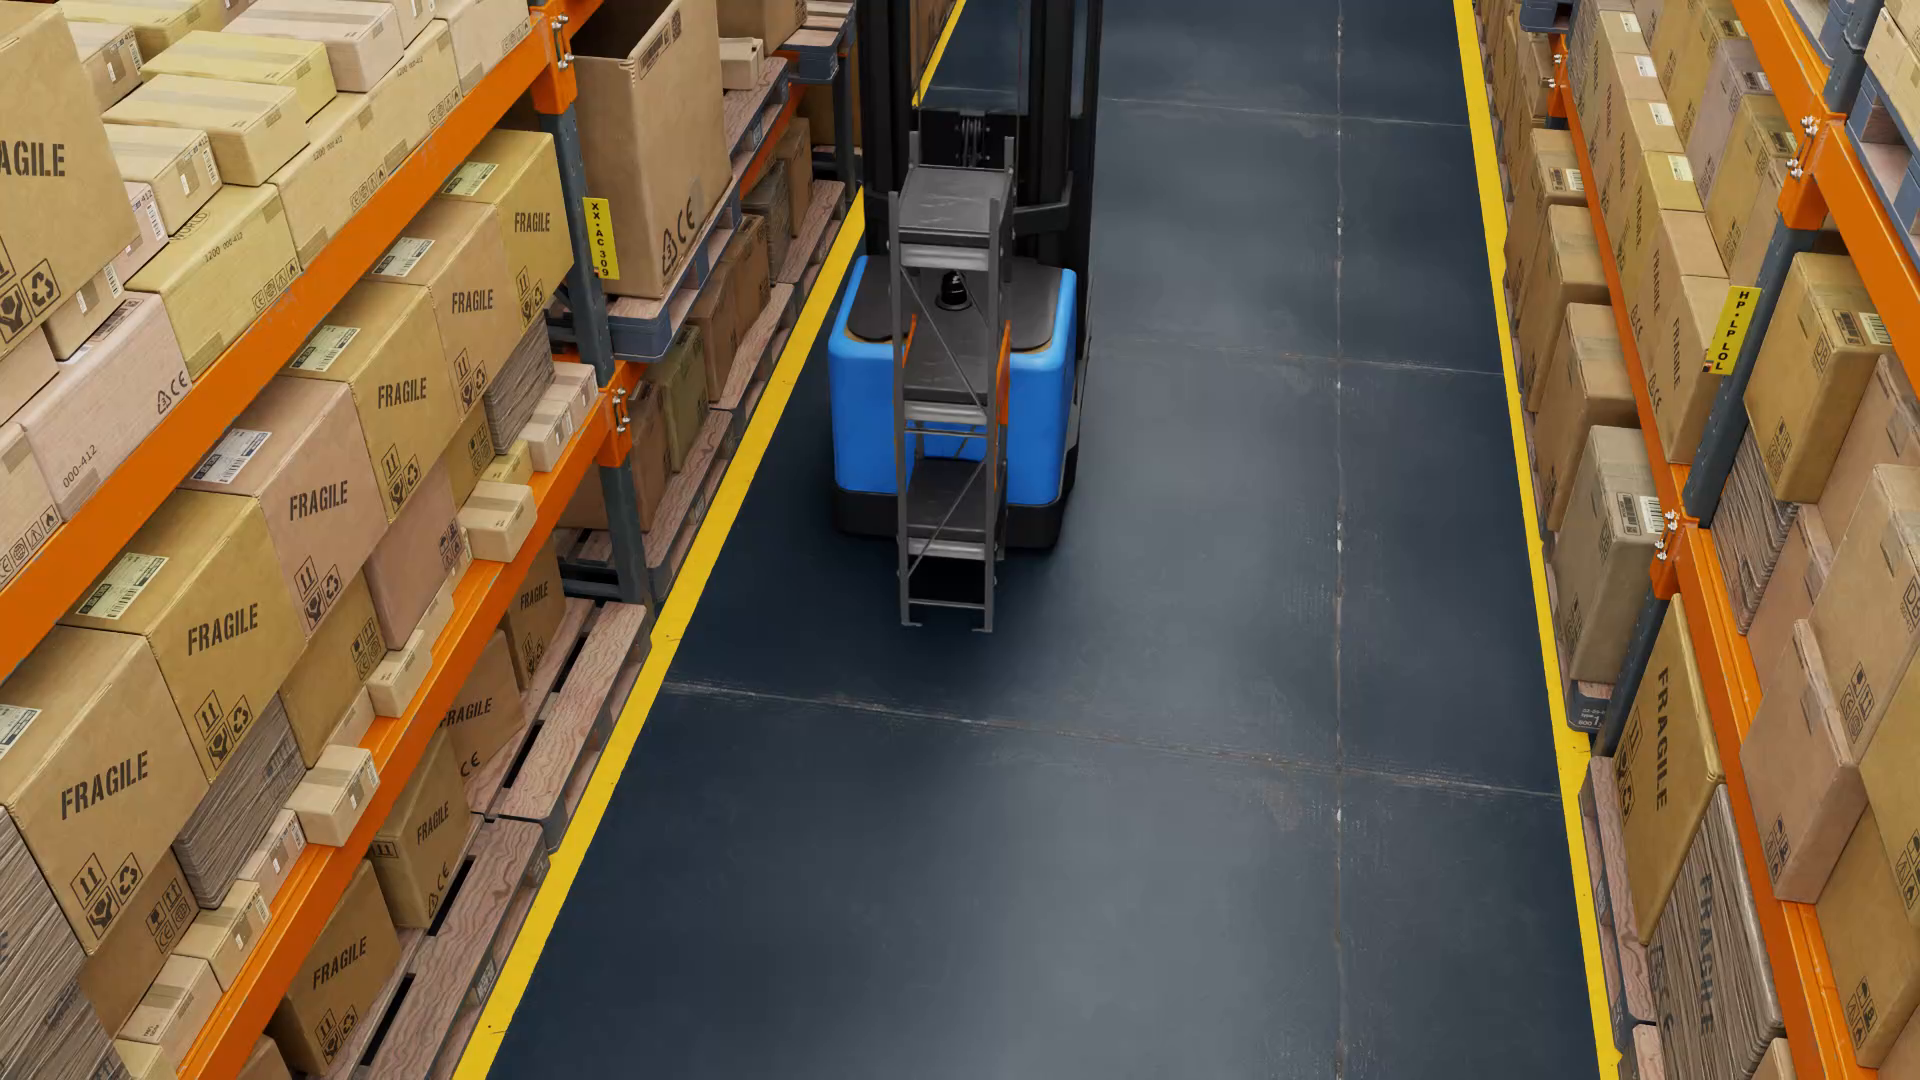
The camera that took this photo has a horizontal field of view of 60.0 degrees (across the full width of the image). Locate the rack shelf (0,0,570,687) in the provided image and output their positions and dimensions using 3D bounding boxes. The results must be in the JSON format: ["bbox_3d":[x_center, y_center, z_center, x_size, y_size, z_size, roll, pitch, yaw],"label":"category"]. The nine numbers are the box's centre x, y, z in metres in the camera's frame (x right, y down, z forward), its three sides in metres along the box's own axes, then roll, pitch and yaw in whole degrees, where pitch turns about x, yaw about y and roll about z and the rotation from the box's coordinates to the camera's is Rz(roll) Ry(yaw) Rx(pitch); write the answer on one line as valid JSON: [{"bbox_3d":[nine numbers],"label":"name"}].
[{"bbox_3d":[-2.187,-0.438,4.136,1.077,0.370,4.000,6,40,8],"label":"rack shelf"}]

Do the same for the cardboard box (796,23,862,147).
[{"bbox_3d":[-1.009,-3.098,10.481,1.225,0.875,0.875,5,40,6],"label":"cardboard box"}]

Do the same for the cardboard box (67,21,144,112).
[{"bbox_3d":[-2.380,-1.237,4.343,0.380,0.149,0.250,6,40,7],"label":"cardboard box"}]

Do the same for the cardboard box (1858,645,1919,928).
[{"bbox_3d":[2.635,0.565,3.747,0.875,0.550,0.500,6,40,8],"label":"cardboard box"}]

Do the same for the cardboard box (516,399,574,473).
[{"bbox_3d":[-1.642,-0.394,6.070,0.380,0.149,0.250,6,40,8],"label":"cardboard box"}]

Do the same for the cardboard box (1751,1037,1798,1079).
[{"bbox_3d":[2.537,1.978,4.341,0.875,0.875,0.875,6,40,7],"label":"cardboard box"}]

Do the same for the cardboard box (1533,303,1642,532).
[{"bbox_3d":[3.216,-0.503,7.441,1.050,0.750,0.750,6,40,8],"label":"cardboard box"}]

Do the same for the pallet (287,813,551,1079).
[{"bbox_3d":[-2.131,1.454,5.826,1.003,0.211,1.213,6,40,8],"label":"pallet"}]

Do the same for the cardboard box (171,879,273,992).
[{"bbox_3d":[-2.056,1.015,4.365,0.380,0.149,0.250,6,40,8],"label":"cardboard box"}]

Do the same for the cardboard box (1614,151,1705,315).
[{"bbox_3d":[3.028,-1.234,6.810,0.500,0.500,0.500,7,40,8],"label":"cardboard box"}]

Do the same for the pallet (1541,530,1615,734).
[{"bbox_3d":[3.086,0.378,7.127,1.003,0.211,1.213,6,40,8],"label":"pallet"}]

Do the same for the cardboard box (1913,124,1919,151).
[{"bbox_3d":[2.541,-0.953,3.984,0.380,0.149,0.250,6,40,8],"label":"cardboard box"}]

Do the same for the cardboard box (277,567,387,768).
[{"bbox_3d":[-2.216,0.252,4.779,0.875,0.500,0.500,6,40,8],"label":"cardboard box"}]

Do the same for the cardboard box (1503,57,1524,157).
[{"bbox_3d":[3.668,-2.680,10.270,0.500,0.500,0.500,8,40,9],"label":"cardboard box"}]

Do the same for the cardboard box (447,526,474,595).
[{"bbox_3d":[-1.851,0.068,5.511,0.380,0.149,0.250,6,40,8],"label":"cardboard box"}]

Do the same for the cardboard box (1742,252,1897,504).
[{"bbox_3d":[2.929,-0.450,4.975,0.875,0.550,0.550,6,40,8],"label":"cardboard box"}]

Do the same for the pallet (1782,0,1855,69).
[{"bbox_3d":[3.136,-1.867,5.450,0.805,0.209,1.217,5,40,6],"label":"pallet"}]

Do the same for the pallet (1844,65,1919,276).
[{"bbox_3d":[2.875,-0.814,4.095,1.003,0.211,1.213,6,40,8],"label":"pallet"}]

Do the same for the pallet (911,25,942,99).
[{"bbox_3d":[-0.725,-3.500,11.817,1.003,0.211,1.213,6,40,8],"label":"pallet"}]

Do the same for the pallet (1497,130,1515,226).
[{"bbox_3d":[3.855,-2.130,10.160,1.003,0.211,1.213,6,40,8],"label":"pallet"}]

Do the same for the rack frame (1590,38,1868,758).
[{"bbox_3d":[3.026,-0.204,5.643,1.000,3.000,0.127,6,40,8],"label":"rack frame"}]

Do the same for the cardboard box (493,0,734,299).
[{"bbox_3d":[-1.566,-1.691,6.640,1.000,1.000,1.000,7,40,8],"label":"cardboard box"}]

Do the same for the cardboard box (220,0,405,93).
[{"bbox_3d":[-1.730,-1.330,4.455,0.380,0.149,0.250,5,40,6],"label":"cardboard box"}]

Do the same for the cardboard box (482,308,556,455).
[{"bbox_3d":[-1.980,-0.692,5.921,0.875,0.500,0.500,6,40,8],"label":"cardboard box"}]

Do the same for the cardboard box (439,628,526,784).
[{"bbox_3d":[-2.042,0.594,6.309,0.500,0.500,0.500,19,43,21],"label":"cardboard box"}]

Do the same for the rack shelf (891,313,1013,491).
[{"bbox_3d":[-0.027,-0.565,6.807,0.431,0.518,0.480,5,40,6],"label":"rack shelf"}]

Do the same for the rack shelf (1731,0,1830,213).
[{"bbox_3d":[3.372,-2.338,6.434,1.077,0.370,4.000,6,40,8],"label":"rack shelf"}]

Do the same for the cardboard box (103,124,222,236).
[{"bbox_3d":[-1.969,-0.843,3.867,0.380,0.149,0.250,5,40,6],"label":"cardboard box"}]

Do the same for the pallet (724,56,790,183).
[{"bbox_3d":[-1.451,-2.004,7.970,1.003,0.211,1.213,6,40,8],"label":"pallet"}]

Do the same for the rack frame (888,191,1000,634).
[{"bbox_3d":[-0.058,-0.422,6.612,0.400,2.100,0.015,5,40,6],"label":"rack frame"}]

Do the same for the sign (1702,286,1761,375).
[{"bbox_3d":[2.490,-0.673,5.364,0.100,0.325,0.005,6,40,8],"label":"sign"}]

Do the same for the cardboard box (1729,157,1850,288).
[{"bbox_3d":[3.107,-0.940,5.670,0.700,0.500,0.500,6,40,7],"label":"cardboard box"}]

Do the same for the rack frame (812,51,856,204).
[{"bbox_3d":[-1.149,-3.325,9.417,1.000,3.000,0.127,6,40,8],"label":"rack frame"}]

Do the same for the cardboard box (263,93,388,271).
[{"bbox_3d":[-1.847,-0.951,4.309,0.500,0.250,0.500,6,40,7],"label":"cardboard box"}]

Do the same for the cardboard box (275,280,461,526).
[{"bbox_3d":[-1.821,-0.412,4.798,0.500,0.500,0.500,6,40,8],"label":"cardboard box"}]

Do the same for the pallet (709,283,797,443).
[{"bbox_3d":[-1.499,-0.996,8.789,1.003,0.211,1.213,6,40,8],"label":"pallet"}]

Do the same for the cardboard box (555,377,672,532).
[{"bbox_3d":[-1.714,-0.403,7.500,0.700,0.500,0.500,4,40,4],"label":"cardboard box"}]

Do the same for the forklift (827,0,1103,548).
[{"bbox_3d":[0.116,-2.028,7.903,1.130,2.935,3.031,5,40,6],"label":"forklift"}]

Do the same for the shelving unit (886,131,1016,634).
[{"bbox_3d":[-0.027,-0.576,6.799,0.431,2.100,0.503,5,40,6],"label":"shelving unit"}]

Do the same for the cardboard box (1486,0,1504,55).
[{"bbox_3d":[3.932,-3.656,11.451,0.500,0.500,0.500,8,40,10],"label":"cardboard box"}]

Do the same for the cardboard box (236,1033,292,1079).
[{"bbox_3d":[-2.339,1.729,4.937,0.500,0.500,0.500,17,42,19],"label":"cardboard box"}]

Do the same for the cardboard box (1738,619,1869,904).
[{"bbox_3d":[2.692,0.645,4.498,0.875,0.550,0.550,6,40,8],"label":"cardboard box"}]

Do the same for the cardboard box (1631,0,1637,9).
[{"bbox_3d":[3.631,-2.858,7.989,0.700,0.500,0.500,6,40,7],"label":"cardboard box"}]

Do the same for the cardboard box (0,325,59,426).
[{"bbox_3d":[-2.032,-0.342,3.261,0.380,0.149,0.250,6,40,8],"label":"cardboard box"}]

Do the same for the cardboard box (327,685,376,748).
[{"bbox_3d":[-1.982,0.538,4.942,0.380,0.149,0.250,6,40,8],"label":"cardboard box"}]

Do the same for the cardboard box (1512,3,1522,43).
[{"bbox_3d":[3.759,-3.295,10.425,0.500,0.250,0.500,7,40,9],"label":"cardboard box"}]

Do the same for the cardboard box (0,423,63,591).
[{"bbox_3d":[-2.112,0.000,3.160,0.500,0.250,0.500,6,40,7],"label":"cardboard box"}]

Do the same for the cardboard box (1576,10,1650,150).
[{"bbox_3d":[3.290,-2.181,7.956,0.500,0.500,0.500,6,40,7],"label":"cardboard box"}]

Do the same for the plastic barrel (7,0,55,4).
[{"bbox_3d":[-5.959,-3.505,11.009,0.600,0.830,0.708,6,40,8],"label":"plastic barrel"}]

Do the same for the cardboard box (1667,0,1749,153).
[{"bbox_3d":[3.370,-1.897,6.827,0.700,0.500,0.500,6,40,7],"label":"cardboard box"}]

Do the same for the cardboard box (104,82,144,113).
[{"bbox_3d":[-2.354,-1.015,4.387,0.500,0.250,0.500,5,40,6],"label":"cardboard box"}]

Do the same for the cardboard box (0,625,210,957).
[{"bbox_3d":[-2.076,0.529,3.659,0.500,0.500,0.500,6,40,8],"label":"cardboard box"}]

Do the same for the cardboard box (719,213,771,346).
[{"bbox_3d":[-1.420,-1.402,8.708,0.700,0.500,0.500,10,41,11],"label":"cardboard box"}]

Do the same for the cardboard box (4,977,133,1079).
[{"bbox_3d":[-2.411,1.201,3.632,0.875,0.500,0.500,6,40,8],"label":"cardboard box"}]
